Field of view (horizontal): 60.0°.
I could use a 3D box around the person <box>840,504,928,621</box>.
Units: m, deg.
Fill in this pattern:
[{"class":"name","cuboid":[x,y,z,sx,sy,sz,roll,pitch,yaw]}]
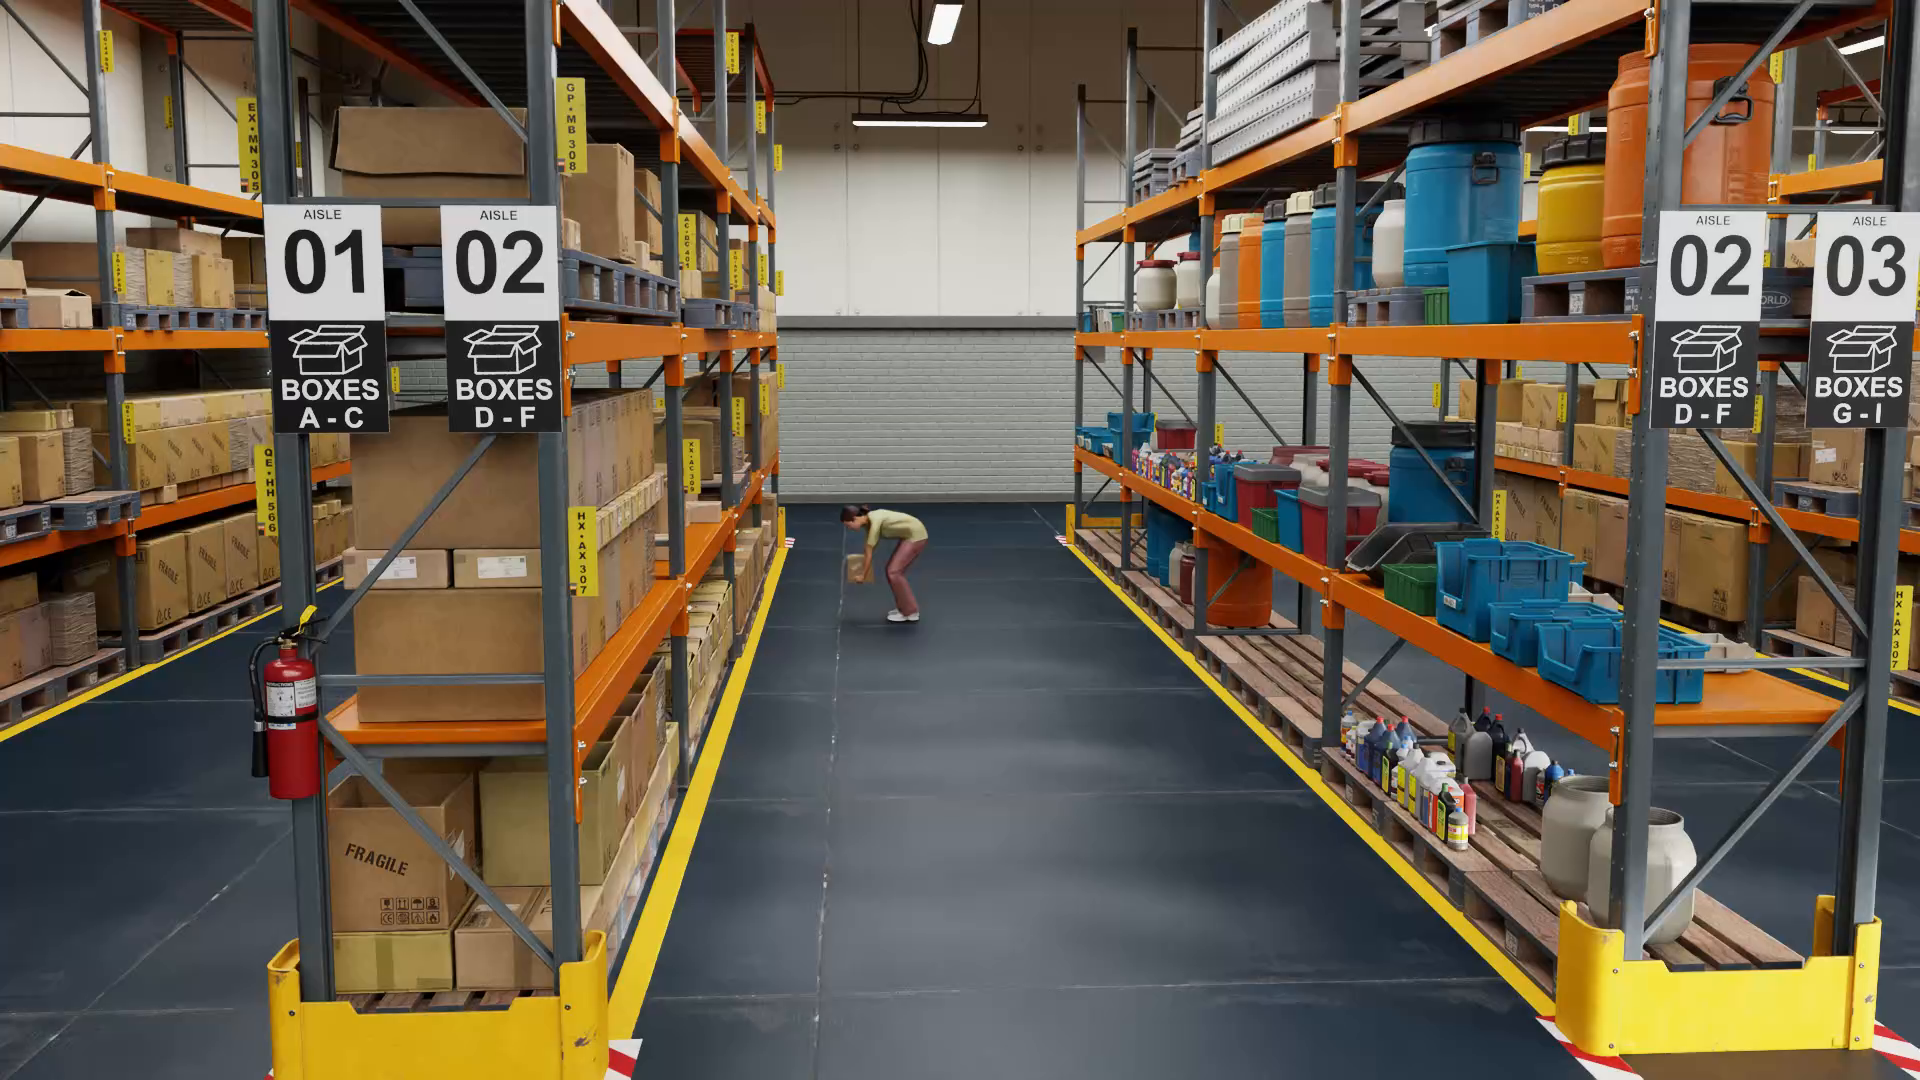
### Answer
[{"class":"person","cuboid":[-0.740,0.218,16.229,0.854,1.131,0.447,-1,7,-6]}]
